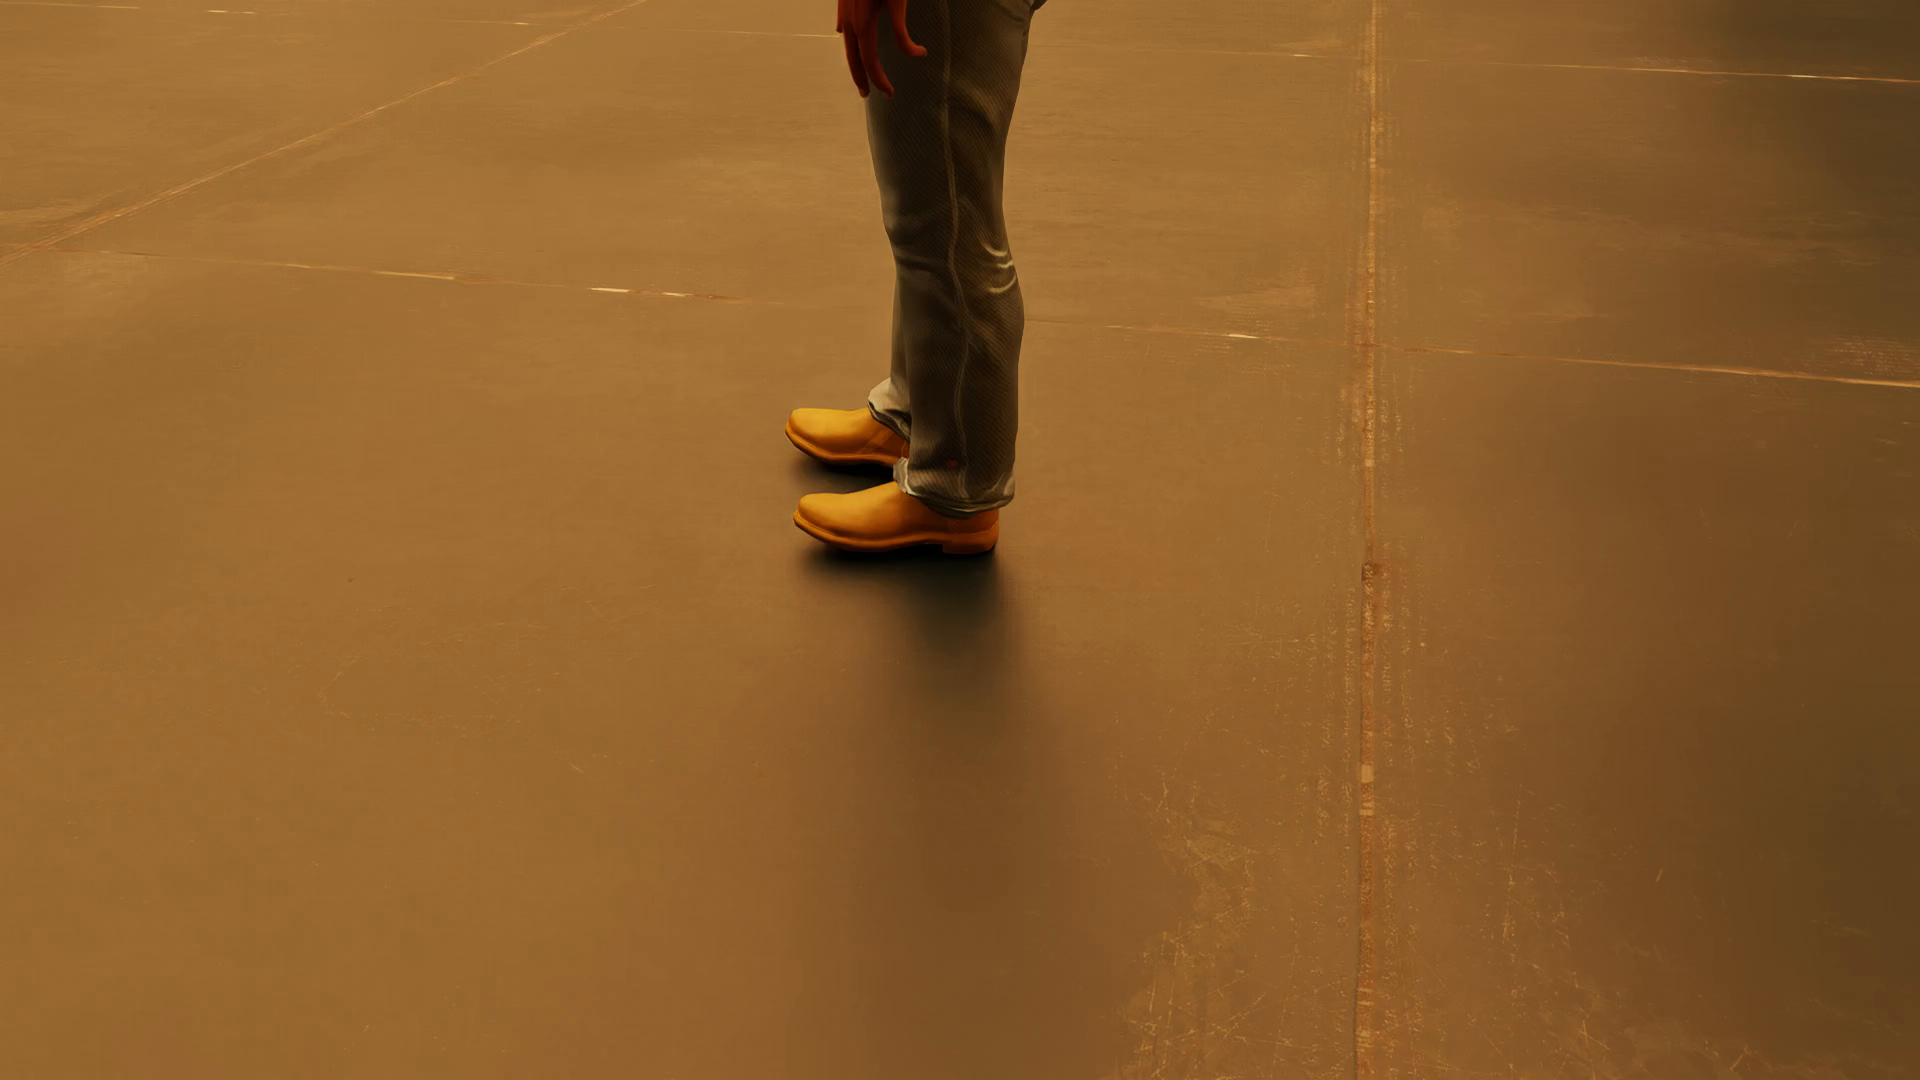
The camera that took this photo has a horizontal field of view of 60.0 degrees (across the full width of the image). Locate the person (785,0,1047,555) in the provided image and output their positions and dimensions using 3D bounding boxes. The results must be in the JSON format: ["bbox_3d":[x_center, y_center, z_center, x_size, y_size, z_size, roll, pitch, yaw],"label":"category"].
[{"bbox_3d":[-0.067,-0.804,2.118,0.575,1.768,0.665,6,27,11],"label":"person"}]
